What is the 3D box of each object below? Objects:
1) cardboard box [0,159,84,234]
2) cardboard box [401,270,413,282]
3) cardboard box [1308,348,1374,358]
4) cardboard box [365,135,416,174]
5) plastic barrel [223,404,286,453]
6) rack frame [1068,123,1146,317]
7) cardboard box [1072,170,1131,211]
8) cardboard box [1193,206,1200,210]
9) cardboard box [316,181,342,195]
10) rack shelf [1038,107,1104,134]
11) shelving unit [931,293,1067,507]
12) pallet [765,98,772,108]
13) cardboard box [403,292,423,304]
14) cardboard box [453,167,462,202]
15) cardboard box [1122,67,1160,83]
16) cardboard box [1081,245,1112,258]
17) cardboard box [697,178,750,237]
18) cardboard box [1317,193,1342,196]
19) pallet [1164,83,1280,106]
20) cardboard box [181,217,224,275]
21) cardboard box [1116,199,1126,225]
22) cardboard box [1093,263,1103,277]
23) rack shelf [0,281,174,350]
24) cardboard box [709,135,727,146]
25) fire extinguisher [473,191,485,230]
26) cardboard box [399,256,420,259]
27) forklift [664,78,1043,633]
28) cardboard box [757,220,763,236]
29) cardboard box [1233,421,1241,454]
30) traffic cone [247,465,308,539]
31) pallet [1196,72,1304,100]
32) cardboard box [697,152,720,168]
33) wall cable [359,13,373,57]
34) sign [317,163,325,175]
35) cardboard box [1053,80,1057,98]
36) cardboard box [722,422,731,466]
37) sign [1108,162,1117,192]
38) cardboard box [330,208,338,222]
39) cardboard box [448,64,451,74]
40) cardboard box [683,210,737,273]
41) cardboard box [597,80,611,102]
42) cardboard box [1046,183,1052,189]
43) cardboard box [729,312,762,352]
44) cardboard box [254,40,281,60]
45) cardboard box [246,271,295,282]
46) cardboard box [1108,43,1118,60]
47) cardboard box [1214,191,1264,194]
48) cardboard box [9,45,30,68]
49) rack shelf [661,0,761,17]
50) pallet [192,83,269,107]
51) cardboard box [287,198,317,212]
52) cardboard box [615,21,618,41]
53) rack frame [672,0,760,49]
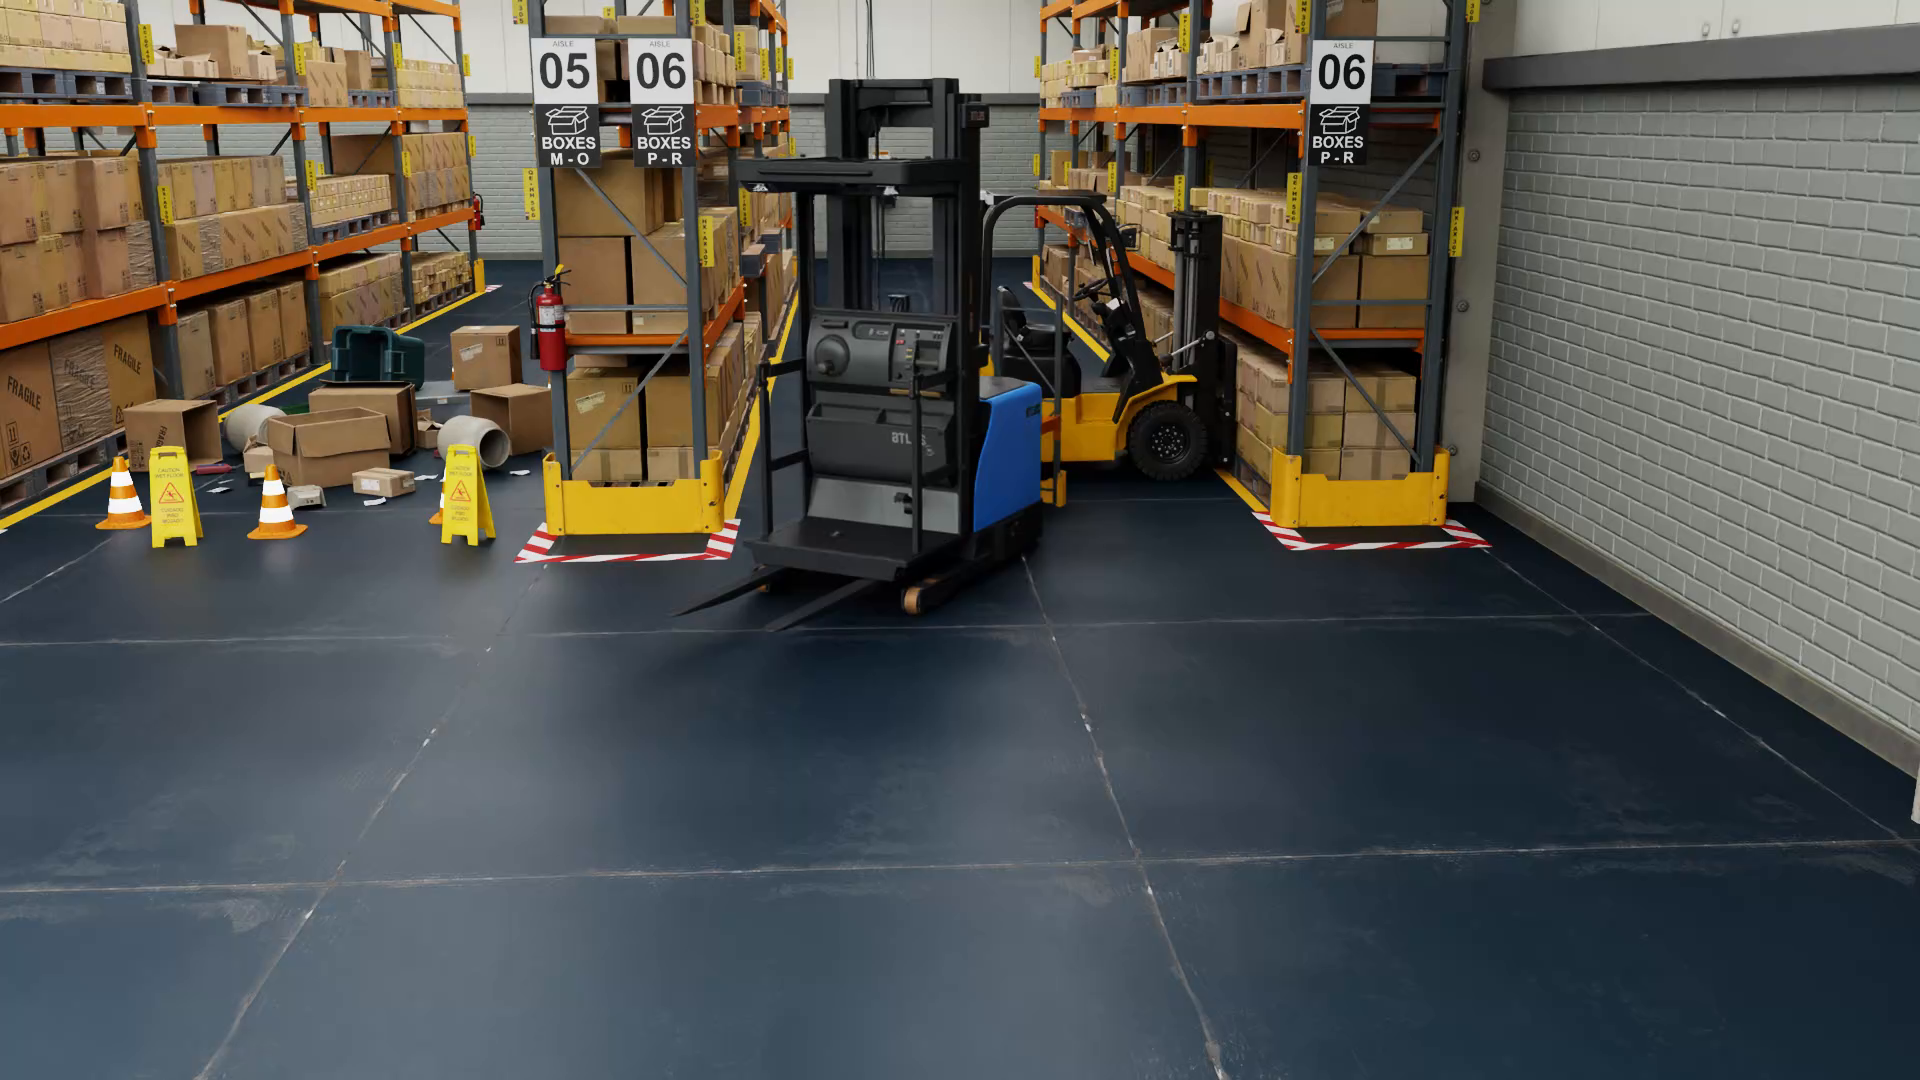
[{"bbox_3d":[-7.345,-2.641,12.803,0.875,0.550,0.550,-1,14,-3],"label":"cardboard box"},{"bbox_3d":[-7.690,-3.598,22.676,0.380,0.149,0.250,0,14,-1],"label":"cardboard box"},{"bbox_3d":[2.860,-1.320,12.808,0.500,0.250,0.500,-1,14,-4],"label":"cardboard box"},{"bbox_3d":[-7.660,-5.191,22.379,0.500,0.500,0.500,-1,14,-2],"label":"cardboard box"},{"bbox_3d":[-5.779,-0.903,13.686,0.512,0.421,0.421,10,18,35],"label":"plastic barrel"},{"bbox_3d":[2.013,-4.578,22.798,1.000,3.000,0.127,-1,14,-3],"label":"rack frame"},{"bbox_3d":[1.851,-4.577,21.752,0.700,0.500,0.500,-1,14,-3],"label":"cardboard box"},{"bbox_3d":[2.265,-2.867,14.648,0.380,0.149,0.250,-1,14,-4],"label":"cardboard box"},{"bbox_3d":[-7.528,-4.153,19.613,0.380,0.149,0.250,0,14,-1],"label":"cardboard box"},{"bbox_3d":[1.889,-6.179,24.447,1.077,0.370,4.000,-1,14,-3],"label":"rack shelf"},{"bbox_3d":[0.270,-0.896,11.497,0.587,1.500,1.083,7,16,25],"label":"shelving unit"},{"bbox_3d":[-2.786,-5.026,18.899,1.213,0.211,1.003,0,14,-1],"label":"pallet"},{"bbox_3d":[-7.578,-3.317,22.776,0.380,0.149,0.250,-2,15,-6],"label":"cardboard box"},{"bbox_3d":[-7.812,-5.350,25.002,0.500,0.500,0.500,-1,14,-4],"label":"cardboard box"},{"bbox_3d":[1.979,-5.083,18.167,0.380,0.166,0.250,-1,14,-4],"label":"cardboard box"},{"bbox_3d":[1.833,-3.872,22.329,0.380,0.149,0.250,-2,15,-6],"label":"cardboard box"},{"bbox_3d":[-2.189,-3.027,15.133,0.500,0.500,0.500,-1,14,-2],"label":"cardboard box"},{"bbox_3d":[2.908,-2.765,13.655,0.380,0.149,0.250,-1,14,-4],"label":"cardboard box"},{"bbox_3d":[2.441,-4.167,15.567,0.805,0.209,1.217,-1,15,-6],"label":"pallet"},{"bbox_3d":[-7.176,-2.718,15.369,0.500,0.500,0.500,-1,14,-3],"label":"cardboard box"},{"bbox_3d":[2.019,-3.638,18.443,0.500,0.250,0.500,-1,14,-3],"label":"cardboard box"},{"bbox_3d":[1.913,-3.468,21.356,0.380,0.149,0.250,0,14,-1],"label":"cardboard box"},{"bbox_3d":[-7.256,-1.563,12.526,1.077,0.370,4.000,-1,14,-3],"label":"rack shelf"},{"bbox_3d":[-3.278,-5.419,22.558,0.380,0.149,0.250,-1,14,-5],"label":"cardboard box"},{"bbox_3d":[-7.678,-5.245,26.296,0.296,0.674,0.183,-1,14,-3],"label":"fire extinguisher"},{"bbox_3d":[-8.307,-4.177,24.925,0.380,0.149,0.250,-2,15,-6],"label":"cardboard box"},{"bbox_3d":[-0.566,-1.118,9.491,1.130,2.935,3.031,7,16,25],"label":"forklift"},{"bbox_3d":[-2.251,-3.251,17.302,0.380,0.149,0.250,-1,14,-2],"label":"cardboard box"},{"bbox_3d":[2.368,-0.825,12.890,0.500,0.250,0.500,-1,14,-3],"label":"cardboard box"},{"bbox_3d":[-4.599,-0.272,11.157,0.336,0.463,0.334,-1,14,-3],"label":"traffic cone"},{"bbox_3d":[2.587,-3.786,13.880,1.003,0.211,1.213,-1,14,-3],"label":"pallet"},{"bbox_3d":[-2.987,-4.163,18.977,0.500,0.500,0.500,-1,14,-5],"label":"cardboard box"},{"bbox_3d":[-9.990,-11.265,30.293,2.277,5.999,0.120,-1,14,-3],"label":"wall cable"},{"bbox_3d":[-8.417,-4.808,21.954,0.100,0.325,0.005,-1,14,-3],"label":"sign"},{"bbox_3d":[1.646,-6.600,24.343,0.500,0.250,0.500,-1,14,-4],"label":"cardboard box"},{"bbox_3d":[-1.996,-0.719,12.478,0.500,0.250,0.500,0,14,-1],"label":"cardboard box"},{"bbox_3d":[1.719,-4.095,18.756,0.100,0.325,0.005,-1,14,-3],"label":"sign"},{"bbox_3d":[-7.506,-3.801,19.440,0.380,0.149,0.250,0,14,-1],"label":"cardboard box"},{"bbox_3d":[-7.871,-7.068,24.955,0.380,0.149,0.250,-1,14,-3],"label":"cardboard box"},{"bbox_3d":[-2.131,-2.468,13.803,0.500,0.500,0.500,0,14,-2],"label":"cardboard box"},{"bbox_3d":[-2.499,-2.931,10.883,0.380,0.149,0.250,-1,14,-3],"label":"cardboard box"},{"bbox_3d":[1.590,-5.276,25.214,0.500,0.250,0.500,-1,14,-4],"label":"cardboard box"},{"bbox_3d":[-2.668,-2.295,18.359,0.950,0.372,0.625,-2,15,-7],"label":"cardboard box"},{"bbox_3d":[-8.012,-5.692,19.372,0.396,0.266,0.258,-1,14,-3],"label":"cardboard box"},{"bbox_3d":[-7.932,-2.926,19.047,0.500,0.250,0.500,-1,14,-5],"label":"cardboard box"},{"bbox_3d":[2.149,-6.365,21.757,0.396,0.266,0.258,-1,14,-3],"label":"cardboard box"},{"bbox_3d":[2.363,-2.884,14.116,0.380,0.149,0.250,-1,14,-4],"label":"cardboard box"},{"bbox_3d":[-6.928,-3.464,11.912,0.380,0.149,0.250,-1,14,-3],"label":"cardboard box"},{"bbox_3d":[-2.570,-5.371,16.089,1.077,0.370,4.000,-1,14,-3],"label":"rack shelf"},{"bbox_3d":[-7.463,-4.328,16.186,1.003,0.211,1.213,0,14,-1],"label":"pallet"},{"bbox_3d":[-7.457,-3.753,18.657,0.380,0.149,0.250,0,14,-1],"label":"cardboard box"},{"bbox_3d":[-2.525,-3.440,11.262,0.380,0.149,0.250,-1,14,-4],"label":"cardboard box"},{"bbox_3d":[-2.694,-6.411,17.883,1.000,3.000,0.127,-1,14,-3],"label":"rack frame"}]
